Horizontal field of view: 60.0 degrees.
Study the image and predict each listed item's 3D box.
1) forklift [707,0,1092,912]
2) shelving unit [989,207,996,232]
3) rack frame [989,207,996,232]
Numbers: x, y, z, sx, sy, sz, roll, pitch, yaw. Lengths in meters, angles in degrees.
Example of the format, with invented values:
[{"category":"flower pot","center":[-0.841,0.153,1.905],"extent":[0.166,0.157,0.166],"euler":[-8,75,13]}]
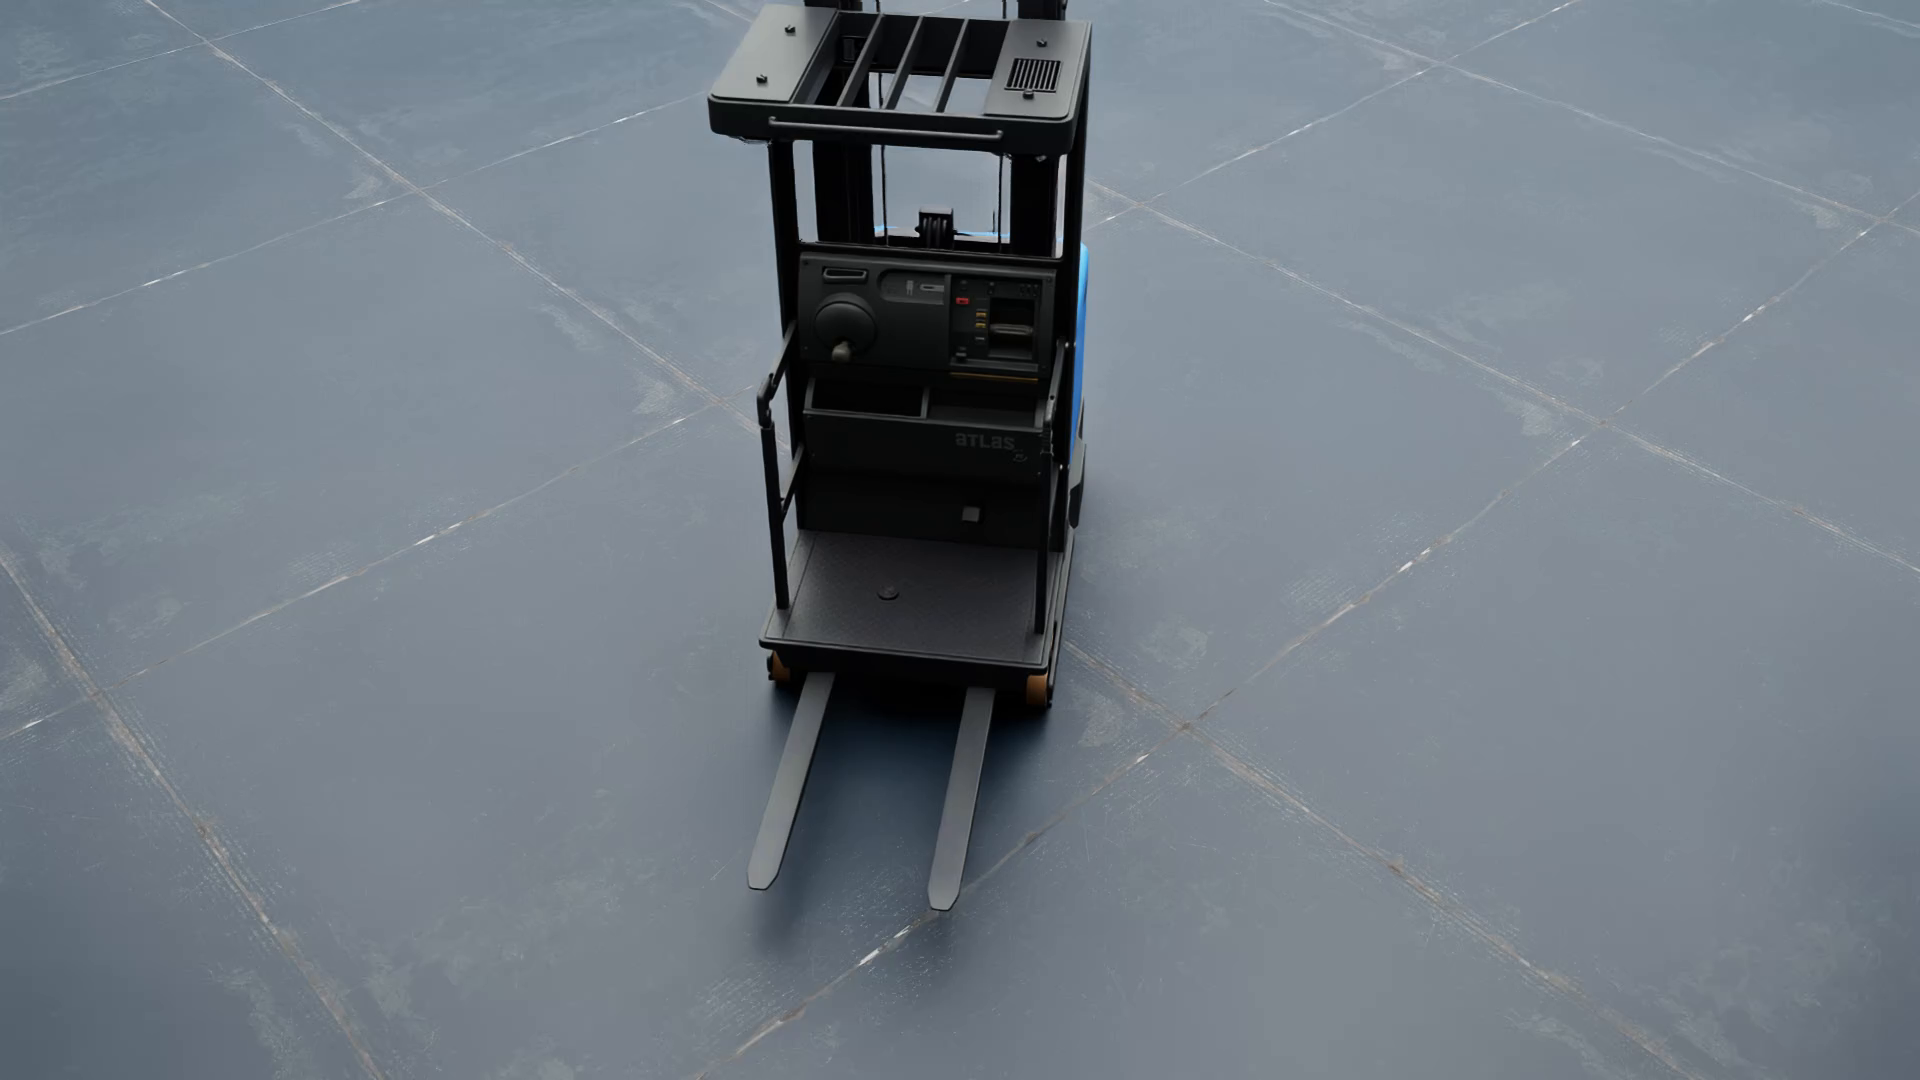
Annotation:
[{"category":"forklift","center":[-0.152,-0.733,5.825],"extent":[1.130,2.935,3.031],"euler":[5,39,6]},{"category":"shelving unit","center":[0.022,-1.023,7.681],"extent":[0.252,1.050,0.215],"euler":[5,39,6]},{"category":"rack frame","center":[0.143,-1.014,7.669],"extent":[0.008,1.050,0.200],"euler":[5,39,6]}]
